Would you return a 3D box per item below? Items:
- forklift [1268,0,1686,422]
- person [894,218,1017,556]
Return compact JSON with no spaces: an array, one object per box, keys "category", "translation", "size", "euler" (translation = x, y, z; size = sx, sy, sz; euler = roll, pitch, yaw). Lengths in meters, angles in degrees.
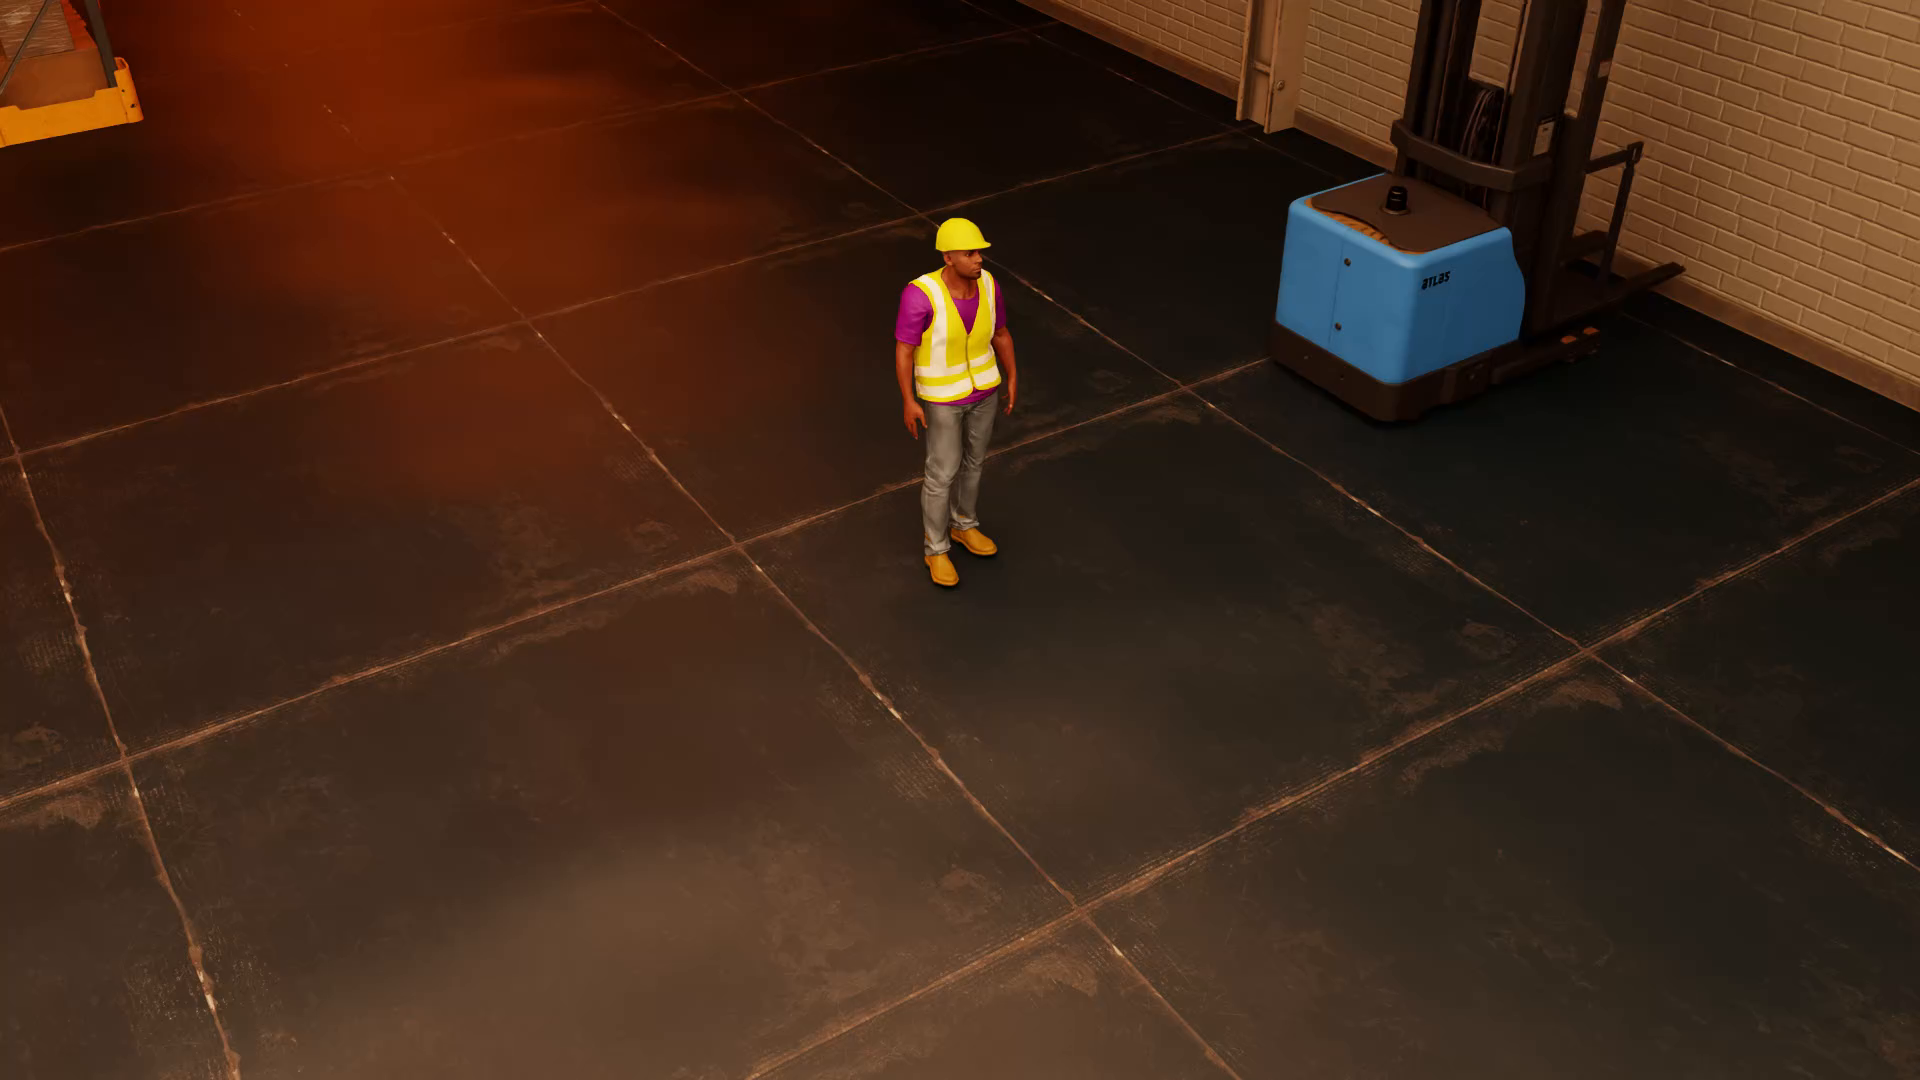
[{"category":"forklift","translation":[3.403,-2.525,9.742],"size":[3.031,2.935,1.130],"euler":[-21,40,-27]},{"category":"person","translation":[-0.009,-0.755,8.172],"size":[0.666,1.709,0.418],"euler":[-21,40,-27]}]
